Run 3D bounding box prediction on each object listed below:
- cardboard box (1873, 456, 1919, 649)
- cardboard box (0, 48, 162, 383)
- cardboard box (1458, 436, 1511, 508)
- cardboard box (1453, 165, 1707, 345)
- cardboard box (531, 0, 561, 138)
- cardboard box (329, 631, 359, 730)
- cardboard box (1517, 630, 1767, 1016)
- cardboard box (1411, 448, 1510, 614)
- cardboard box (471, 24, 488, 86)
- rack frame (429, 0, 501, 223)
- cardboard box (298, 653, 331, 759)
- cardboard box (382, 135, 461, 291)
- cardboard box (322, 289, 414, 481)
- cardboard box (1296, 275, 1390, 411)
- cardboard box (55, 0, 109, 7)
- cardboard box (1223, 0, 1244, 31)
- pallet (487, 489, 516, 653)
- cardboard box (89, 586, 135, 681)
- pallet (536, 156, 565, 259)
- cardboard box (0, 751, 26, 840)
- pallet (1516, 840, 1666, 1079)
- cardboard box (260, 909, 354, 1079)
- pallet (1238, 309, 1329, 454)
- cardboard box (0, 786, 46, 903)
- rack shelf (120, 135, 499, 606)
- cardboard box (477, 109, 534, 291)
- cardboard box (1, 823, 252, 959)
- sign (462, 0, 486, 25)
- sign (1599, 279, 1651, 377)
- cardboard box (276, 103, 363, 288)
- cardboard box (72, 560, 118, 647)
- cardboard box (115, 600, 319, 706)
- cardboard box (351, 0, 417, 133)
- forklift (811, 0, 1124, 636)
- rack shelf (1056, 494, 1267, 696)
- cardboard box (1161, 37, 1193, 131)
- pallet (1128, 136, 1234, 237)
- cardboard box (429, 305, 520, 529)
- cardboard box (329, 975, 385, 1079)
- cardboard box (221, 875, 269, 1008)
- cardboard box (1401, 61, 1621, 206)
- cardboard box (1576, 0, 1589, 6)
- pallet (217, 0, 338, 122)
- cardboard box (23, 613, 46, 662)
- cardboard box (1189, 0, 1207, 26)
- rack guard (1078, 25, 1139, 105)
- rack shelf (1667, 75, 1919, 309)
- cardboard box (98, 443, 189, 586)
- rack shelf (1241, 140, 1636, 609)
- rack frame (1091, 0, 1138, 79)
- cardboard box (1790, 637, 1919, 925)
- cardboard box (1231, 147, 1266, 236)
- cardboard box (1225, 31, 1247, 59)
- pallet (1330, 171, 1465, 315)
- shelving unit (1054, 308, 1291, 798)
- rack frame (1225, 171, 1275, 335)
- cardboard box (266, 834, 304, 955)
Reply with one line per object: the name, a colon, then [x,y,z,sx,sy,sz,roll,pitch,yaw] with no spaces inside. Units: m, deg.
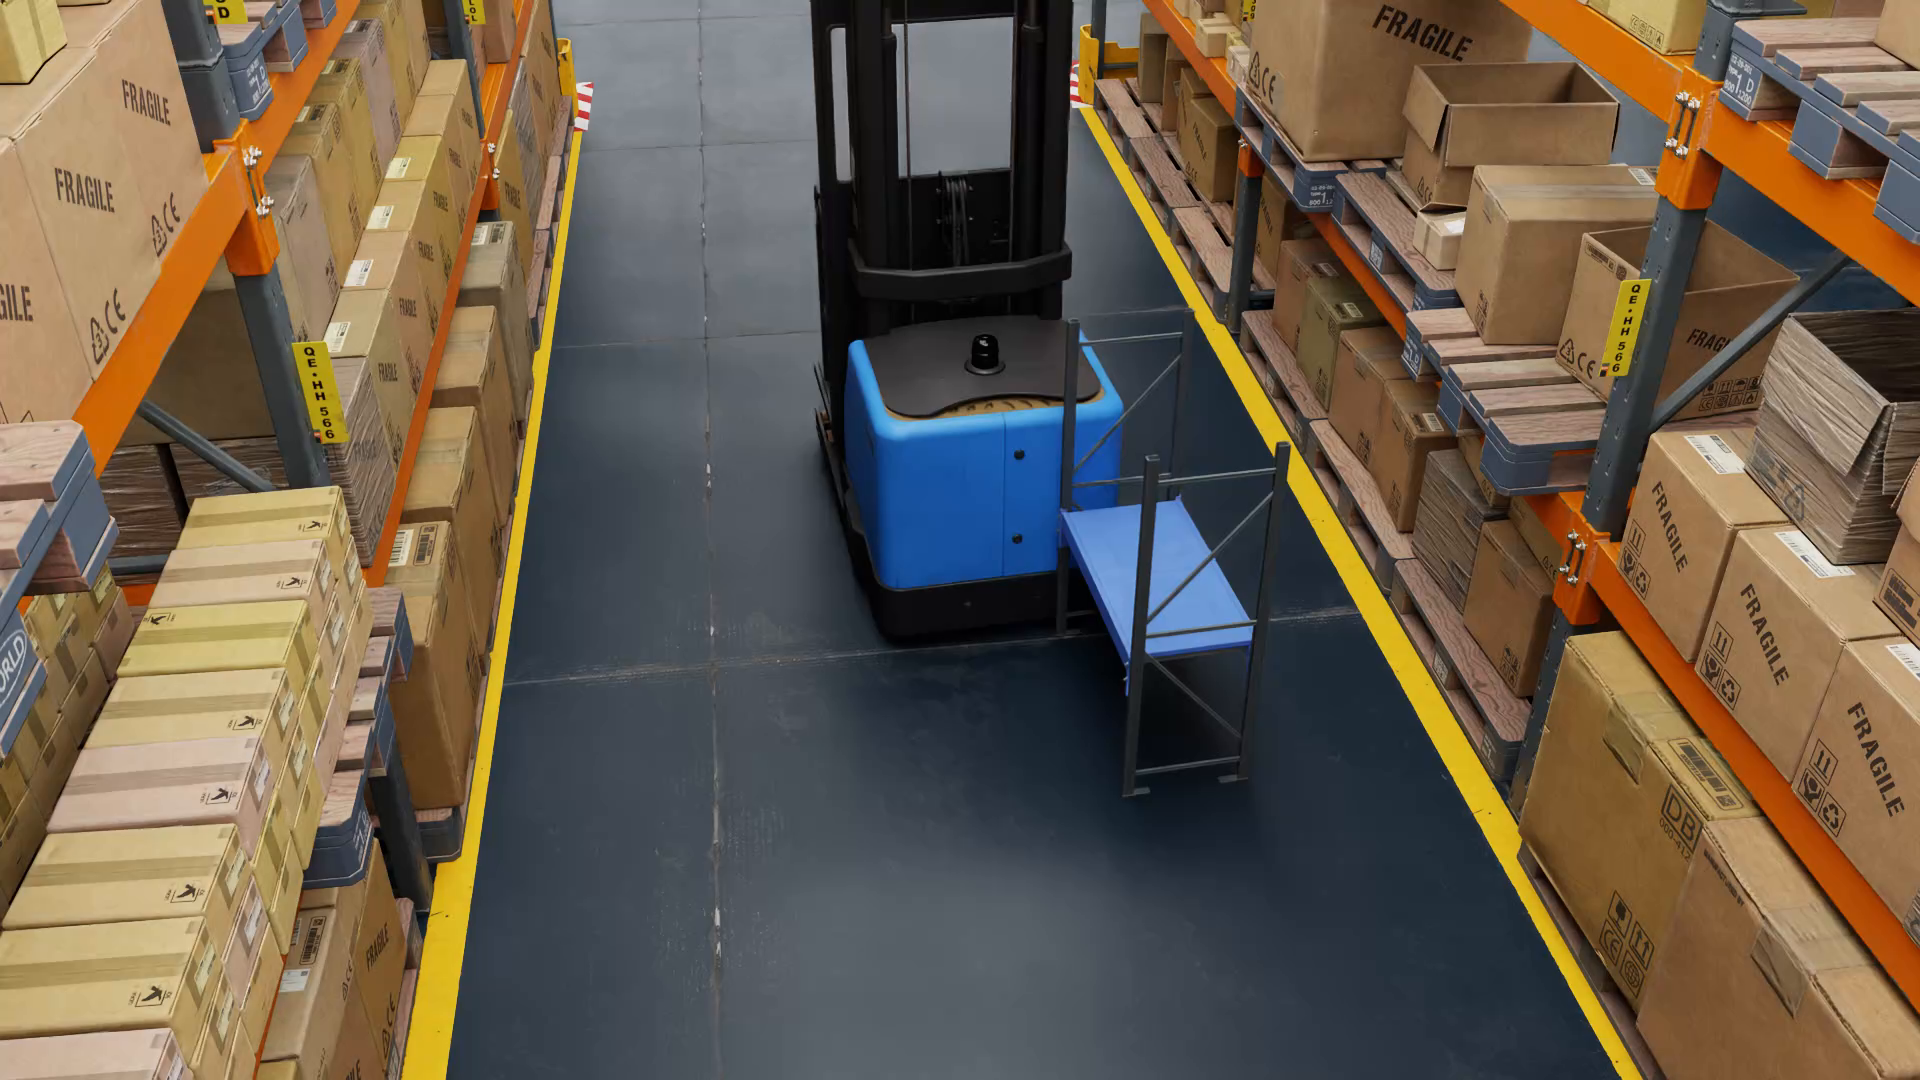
cardboard box: [2.735,0.073,4.000,0.797,0.503,0.637,-4,34,-5]
cardboard box: [-1.952,-0.629,3.257,0.500,0.500,0.500,-4,35,-6]
cardboard box: [2.366,-0.370,6.793,0.500,0.250,0.500,-1,34,-1]
cardboard box: [2.281,-1.062,6.183,0.700,0.500,0.500,0,34,1]
cardboard box: [-3.280,-3.312,11.460,0.875,0.875,0.875,-4,34,-6]
cardboard box: [-1.808,0.384,4.373,0.380,0.149,0.250,-4,35,-7]
cardboard box: [2.640,0.846,5.358,1.225,0.875,0.875,-6,35,-9]
cardboard box: [2.370,-0.074,7.025,0.700,0.500,0.500,-7,35,-10]
cardboard box: [-3.057,-2.730,8.959,0.875,0.550,0.550,-4,35,-6]
rack frame: [-2.899,-2.158,8.252,1.000,3.000,0.127,-4,35,-6]
cardboard box: [-1.768,0.419,4.058,0.380,0.149,0.250,-4,34,-5]
cardboard box: [-2.428,-1.364,6.999,0.500,0.500,0.500,-4,34,-6]
cardboard box: [-2.225,-0.521,5.762,0.500,0.500,0.500,-5,35,-7]
cardboard box: [2.136,-1.014,8.403,0.700,0.500,0.500,-5,35,-7]
cardboard box: [-2.049,-1.316,3.586,0.396,0.266,0.258,-4,35,-6]
cardboard box: [1.998,-3.178,9.398,0.875,0.500,0.500,-4,35,-6]
pallet: [-2.553,0.102,7.413,1.003,0.211,1.213,-4,35,-6]
cardboard box: [-2.501,0.270,4.541,0.380,0.149,0.250,-5,35,-7]
pallet: [-3.091,-2.118,10.670,1.003,0.211,1.213,-4,35,-6]
cardboard box: [-2.383,0.608,3.781,0.380,0.149,0.250,-4,35,-6]
pallet: [2.599,1.353,5.577,1.003,0.211,1.213,-4,35,-6]
cardboard box: [-1.931,1.267,4.408,0.500,0.250,0.500,-4,34,-6]
pallet: [2.136,-0.890,8.869,1.003,0.211,1.213,-4,35,-6]
cardboard box: [-2.390,0.721,3.879,0.380,0.149,0.250,-3,34,-4]
rack shelf: [-2.630,-0.744,6.817,1.077,0.370,4.000,-4,35,-6]
cardboard box: [-2.914,-1.809,9.255,0.875,0.875,0.875,-4,34,-6]
cardboard box: [-1.669,0.720,3.352,0.380,0.149,0.250,-3,34,-4]
sign: [-2.363,-2.650,8.017,0.100,0.325,0.005,-4,35,-6]
sign: [2.031,-0.644,5.074,0.100,0.325,0.005,-4,35,-6]
cardboard box: [-2.552,-1.199,5.870,0.700,0.500,0.500,-5,35,-7]
cardboard box: [-2.495,0.167,4.428,0.380,0.149,0.250,-3,34,-4]
cardboard box: [-1.774,0.284,3.991,0.380,0.149,0.250,-3,34,-5]
cardboard box: [-2.755,-2.049,7.116,0.700,0.500,0.500,-5,35,-7]
forklift: [-0.120,-1.628,7.536,1.130,2.935,3.031,-7,35,-10]
rack shelf: [0.757,0.191,6.457,0.538,0.185,1.000,-7,35,-10]
cardboard box: [1.673,-3.169,11.583,0.500,0.500,0.500,4,35,6]
pallet: [1.737,-2.379,11.053,1.003,0.211,1.213,-4,35,-6]
cardboard box: [-2.600,-0.523,7.479,1.050,0.750,0.750,-4,35,-6]
cardboard box: [-1.947,1.571,4.627,0.500,0.500,0.500,-3,34,-4]
cardboard box: [-1.668,0.843,3.436,0.380,0.149,0.250,-4,34,-5]
cardboard box: [2.354,-1.733,7.164,0.797,0.503,0.637,-1,34,-1]
cardboard box: [2.180,-1.945,5.410,0.500,0.250,0.500,-4,35,-7]
pallet: [-2.500,-1.442,4.707,1.213,0.211,1.003,-3,34,-4]
cardboard box: [-2.423,0.319,3.941,0.380,0.149,0.250,-5,35,-7]
cardboard box: [1.590,-3.172,9.964,0.380,0.149,0.250,-4,35,-6]
rack guard: [1.502,-3.634,12.638,1.175,0.500,0.348,-4,35,-6]
rack shelf: [2.836,-0.071,3.166,1.077,0.370,4.000,-4,35,-6]
cardboard box: [-2.688,-0.198,5.288,0.500,0.500,0.500,-4,35,-6]
rack shelf: [2.299,-1.063,7.286,1.077,0.370,4.000,-4,35,-6]
rack frame: [1.492,-4.709,11.996,1.000,3.000,0.127,-4,35,-6]
cardboard box: [2.507,0.579,4.148,0.500,0.500,0.500,-5,35,-7]
cardboard box: [1.931,-2.163,10.107,0.500,0.500,0.500,6,35,9]
cardboard box: [1.711,-2.755,9.352,0.380,0.149,0.250,-4,35,-6]
pallet: [2.261,-1.267,7.116,1.003,0.211,1.213,-4,35,-6]
shelving unit: [0.757,0.043,6.356,0.538,1.500,1.048,-7,35,-10]
rack frame: [2.030,-2.477,8.721,1.000,3.000,0.127,-4,35,-6]
cardboard box: [-1.705,0.817,3.738,0.380,0.149,0.250,-6,35,-8]
